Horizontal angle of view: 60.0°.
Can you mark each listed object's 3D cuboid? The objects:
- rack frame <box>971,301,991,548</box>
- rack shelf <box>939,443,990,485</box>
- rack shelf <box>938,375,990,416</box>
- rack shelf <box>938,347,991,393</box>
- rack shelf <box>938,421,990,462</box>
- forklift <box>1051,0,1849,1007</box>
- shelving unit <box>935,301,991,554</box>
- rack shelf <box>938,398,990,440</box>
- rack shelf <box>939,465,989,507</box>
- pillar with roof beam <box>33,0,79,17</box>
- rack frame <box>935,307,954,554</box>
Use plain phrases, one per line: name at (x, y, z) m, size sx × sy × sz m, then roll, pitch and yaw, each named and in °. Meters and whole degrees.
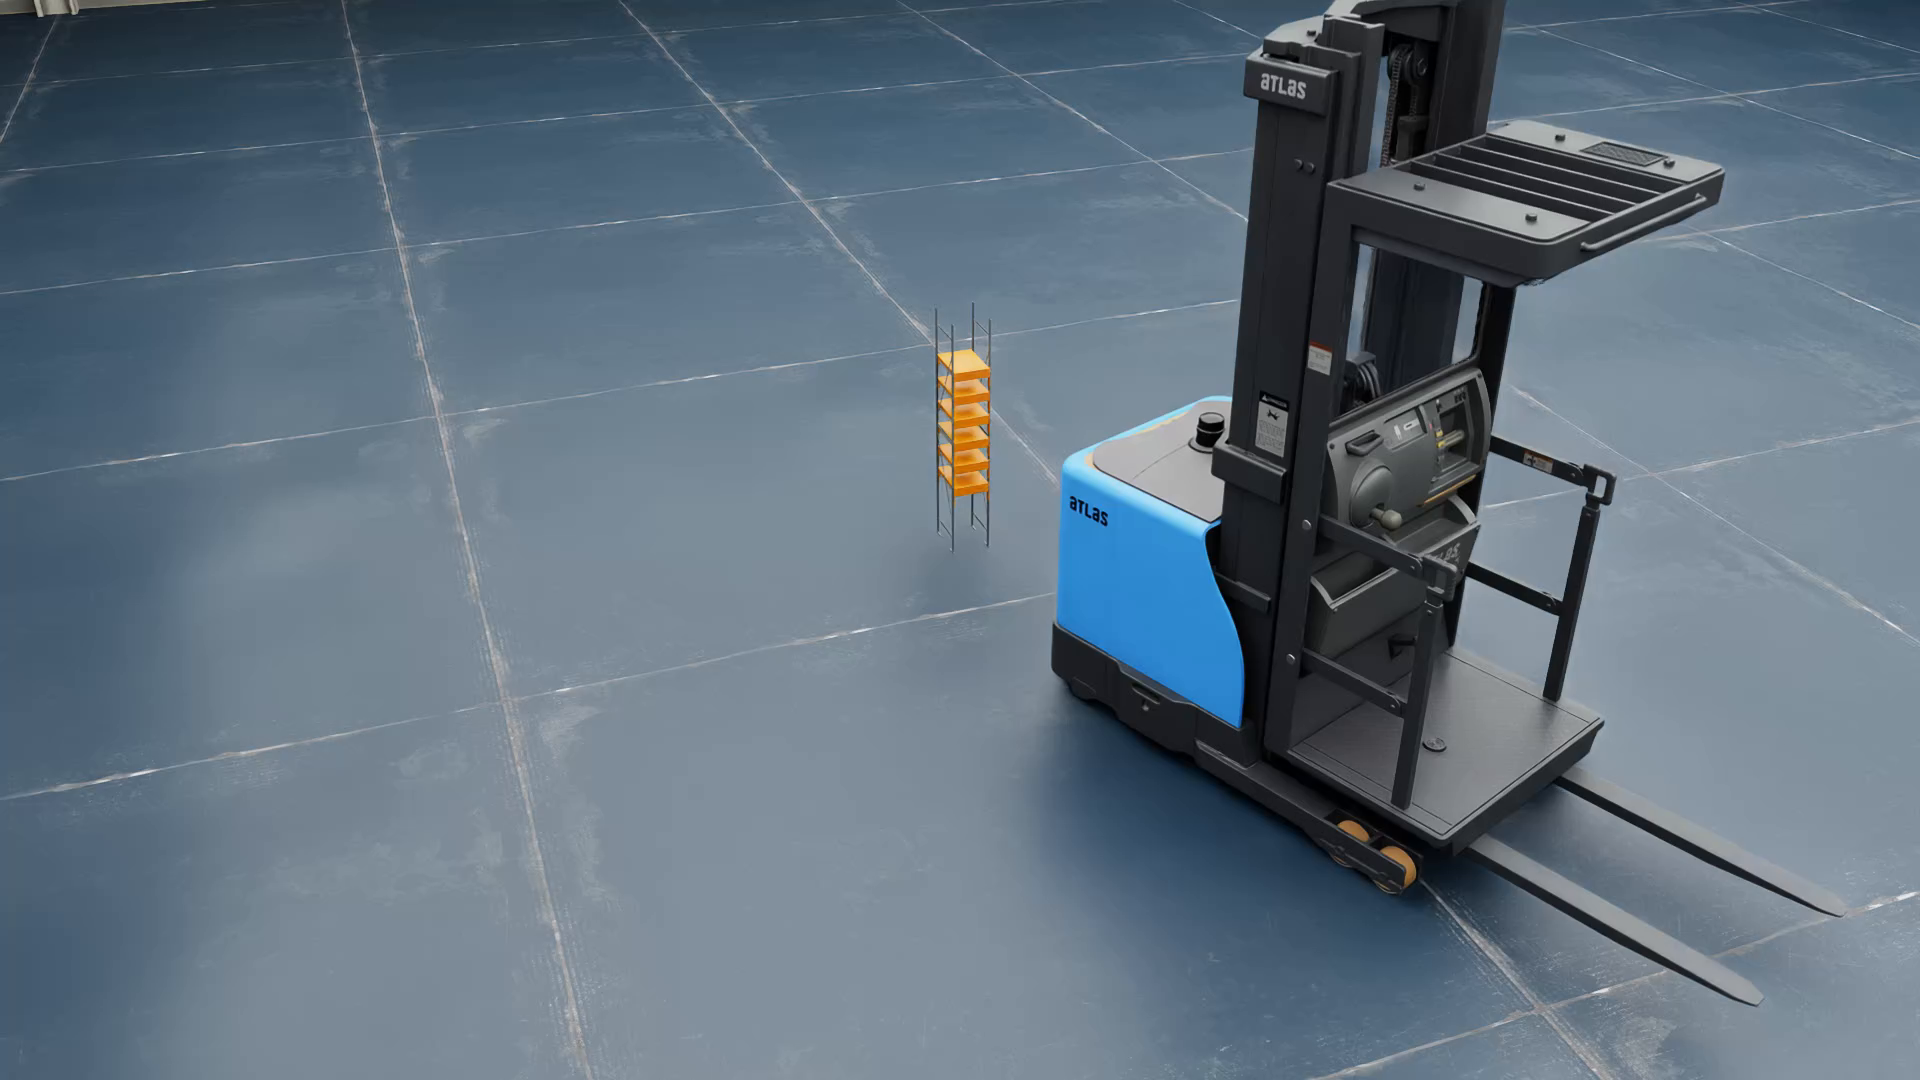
rack frame at (0.099, -0.540, 7.985) m, size 0.006 × 1.200 × 0.240 m, roll -10°, pitch 31°, yaw -18°
rack shelf at (0.014, -0.381, 8.039) m, size 0.180 × 0.103 × 0.258 m, roll -10°, pitch 31°, yaw -18°
rack shelf at (0.014, -0.694, 7.861) m, size 0.180 × 0.103 × 0.258 m, roll -10°, pitch 31°, yaw -18°
rack shelf at (0.014, -0.798, 7.801) m, size 0.180 × 0.103 × 0.258 m, roll -10°, pitch 31°, yaw -18°
rack shelf at (0.014, -0.485, 7.979) m, size 0.180 × 0.103 × 0.258 m, roll -10°, pitch 31°, yaw -18°
forklift at (1.747, -0.284, 5.787) m, size 1.130 × 2.935 × 3.031 m, roll -24°, pitch 37°, yaw -35°
shelving unit at (0.014, -0.524, 7.957) m, size 0.189 × 1.200 × 0.258 m, roll -10°, pitch 31°, yaw -18°
rack shelf at (0.014, -0.589, 7.920) m, size 0.180 × 0.103 × 0.258 m, roll -10°, pitch 31°, yaw -18°
rack shelf at (0.014, -0.277, 8.098) m, size 0.180 × 0.103 × 0.258 m, roll -10°, pitch 31°, yaw -18°
pillar with roof beam at (-8.586, -7.815, 12.876) m, size 0.400 × 9.000 × 9.100 m, roll -10°, pitch 31°, yaw -18°
rack frame at (-0.072, -0.508, 7.930) m, size 0.006 × 1.200 × 0.240 m, roll -10°, pitch 31°, yaw -18°
